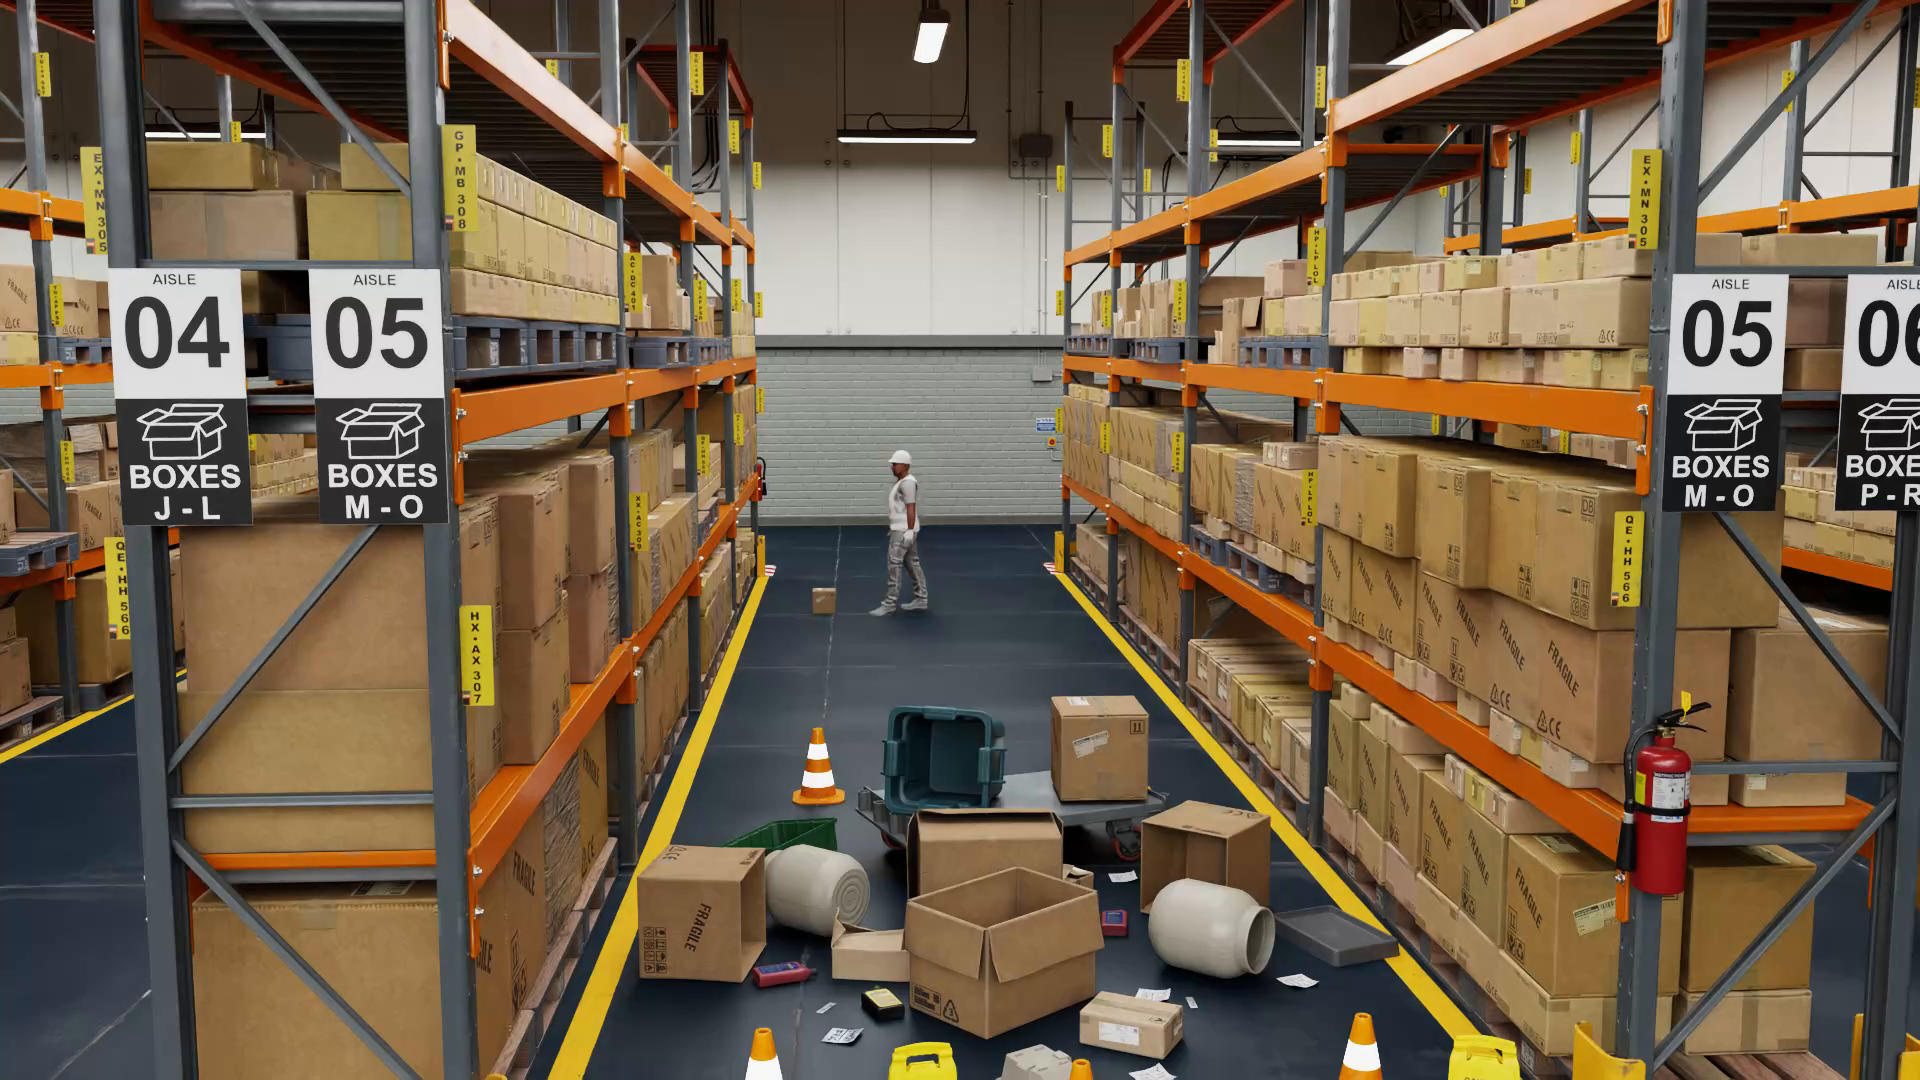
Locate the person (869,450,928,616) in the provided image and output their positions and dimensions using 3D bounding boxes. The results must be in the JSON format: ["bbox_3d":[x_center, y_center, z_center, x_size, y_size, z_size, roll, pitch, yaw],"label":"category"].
[{"bbox_3d":[-0.680,-0.087,18.346,0.640,1.801,0.586,0,7,0],"label":"person"}]
